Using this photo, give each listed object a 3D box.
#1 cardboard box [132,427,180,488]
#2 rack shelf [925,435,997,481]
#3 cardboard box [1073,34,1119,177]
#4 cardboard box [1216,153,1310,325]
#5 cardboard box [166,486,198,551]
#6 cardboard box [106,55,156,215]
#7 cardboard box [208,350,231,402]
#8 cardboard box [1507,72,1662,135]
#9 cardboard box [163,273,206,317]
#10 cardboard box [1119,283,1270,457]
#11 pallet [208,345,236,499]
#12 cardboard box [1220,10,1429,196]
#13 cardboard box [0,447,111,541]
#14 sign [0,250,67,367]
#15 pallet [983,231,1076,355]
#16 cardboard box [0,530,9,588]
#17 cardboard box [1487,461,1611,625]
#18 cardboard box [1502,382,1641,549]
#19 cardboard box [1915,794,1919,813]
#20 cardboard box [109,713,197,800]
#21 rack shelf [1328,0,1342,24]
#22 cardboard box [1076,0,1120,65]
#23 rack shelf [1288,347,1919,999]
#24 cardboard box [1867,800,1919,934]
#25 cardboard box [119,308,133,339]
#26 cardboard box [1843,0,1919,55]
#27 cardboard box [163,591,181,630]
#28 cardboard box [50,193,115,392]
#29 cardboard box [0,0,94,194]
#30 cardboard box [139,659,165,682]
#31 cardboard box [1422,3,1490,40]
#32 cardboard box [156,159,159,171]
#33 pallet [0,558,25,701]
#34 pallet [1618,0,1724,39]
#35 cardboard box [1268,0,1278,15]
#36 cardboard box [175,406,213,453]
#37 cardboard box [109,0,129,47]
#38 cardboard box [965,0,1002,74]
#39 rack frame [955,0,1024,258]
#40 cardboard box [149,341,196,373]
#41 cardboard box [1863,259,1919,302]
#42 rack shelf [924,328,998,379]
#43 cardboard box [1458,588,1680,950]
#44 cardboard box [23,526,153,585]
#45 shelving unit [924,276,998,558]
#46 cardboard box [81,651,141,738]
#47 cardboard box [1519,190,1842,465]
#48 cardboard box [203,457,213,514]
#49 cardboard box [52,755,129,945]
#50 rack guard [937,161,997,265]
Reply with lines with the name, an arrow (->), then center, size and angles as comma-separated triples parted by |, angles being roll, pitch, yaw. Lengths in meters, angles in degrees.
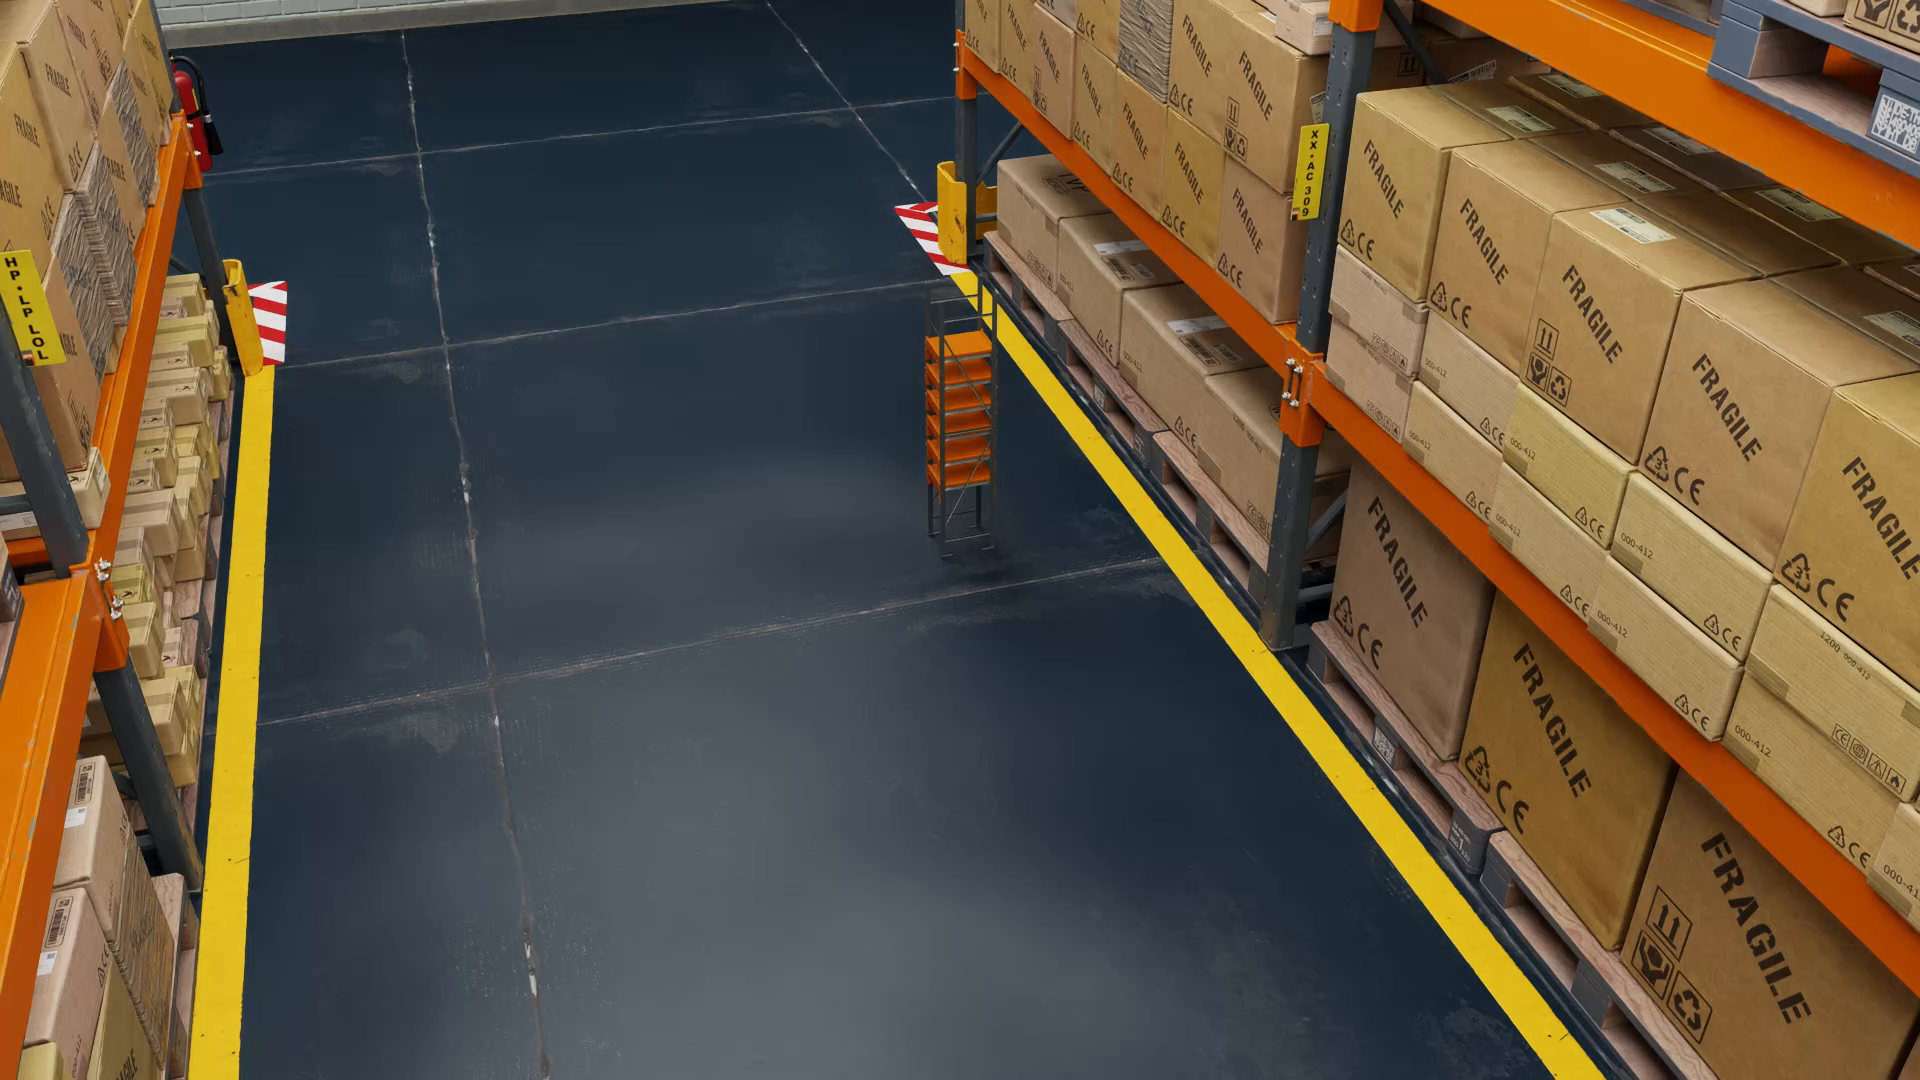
cardboard box -> -3.355, -0.307, 6.659 | 0.380, 0.149, 0.250 | -10, 35, -14
rack shelf -> 0.004, -0.356, 6.998 | 0.258, 0.103, 0.180 | -10, 35, -15
cardboard box -> 0.829, -1.968, 7.417 | 0.500, 0.500, 0.500 | -9, 34, -13
cardboard box -> 1.303, -1.160, 6.194 | 0.500, 0.500, 0.500 | -10, 35, -14
cardboard box -> -3.230, -0.060, 6.554 | 0.380, 0.149, 0.250 | -10, 35, -15
cardboard box -> -3.517, -1.570, 6.544 | 0.500, 0.500, 0.500 | -10, 35, -15
cardboard box -> -3.681, -0.759, 7.882 | 0.380, 0.149, 0.250 | -9, 35, -13
cardboard box -> 2.064, -1.184, 5.324 | 0.500, 0.500, 0.500 | -9, 34, -13
cardboard box -> -3.812, -1.131, 7.906 | 0.380, 0.149, 0.250 | -10, 35, -14
cardboard box -> 1.325, -0.842, 7.746 | 0.875, 0.438, 0.875 | -11, 35, -16
pallet -> -3.978, -0.497, 7.810 | 1.003, 0.211, 1.213 | -10, 35, -15
cardboard box -> 1.281, -1.578, 5.919 | 0.500, 0.500, 0.500 | -10, 35, -15
cardboard box -> -2.770, -0.131, 4.955 | 0.380, 0.149, 0.250 | -9, 34, -13
sign -> -2.467, -0.610, 4.403 | 0.100, 0.325, 0.005 | -10, 35, -15
pallet -> 0.787, -1.448, 9.249 | 1.003, 0.211, 1.213 | -10, 35, -15
cardboard box -> -2.685, 0.073, 4.266 | 0.380, 0.149, 0.250 | -11, 35, -16
cardboard box -> 1.872, -0.036, 4.720 | 0.500, 0.250, 0.500 | -10, 35, -15
cardboard box -> 1.868, -0.247, 4.585 | 0.500, 0.250, 0.500 | -10, 35, -14
cardboard box -> 2.359, 0.556, 3.370 | 0.500, 0.250, 0.500 | -11, 35, -16
cardboard box -> -2.800, 0.737, 5.619 | 0.380, 0.149, 0.250 | -12, 35, -17
rack shelf -> 1.078, -2.919, 6.878 | 1.077, 0.370, 4.000 | -10, 35, -15
cardboard box -> 0.825, -2.376, 7.127 | 0.500, 0.500, 0.500 | -10, 35, -15
rack shelf -> 2.298, 0.433, 4.527 | 1.077, 0.370, 4.000 | -10, 35, -15
cardboard box -> 2.336, 0.758, 3.519 | 0.500, 0.250, 0.500 | -9, 35, -14
cardboard box -> -3.218, -0.814, 5.989 | 0.380, 0.149, 0.250 | -9, 34, -13
cardboard box -> 2.095, -1.163, 3.096 | 0.500, 0.500, 0.500 | -10, 35, -14
cardboard box -> -3.132, 0.350, 6.204 | 0.380, 0.149, 0.250 | -11, 35, -16
cardboard box -> -3.064, -0.759, 5.317 | 0.500, 0.500, 0.500 | -10, 35, -15
cardboard box -> -3.197, -1.432, 5.429 | 0.500, 0.500, 0.500 | -9, 35, -14
cardboard box -> -2.963, 0.496, 5.714 | 0.380, 0.149, 0.250 | -10, 35, -14
cardboard box -> 1.839, -1.857, 5.753 | 0.380, 0.149, 0.250 | -11, 35, -15
cardboard box -> -3.716, -1.638, 7.236 | 0.380, 0.149, 0.250 | -10, 35, -15
pallet -> -2.900, 0.474, 3.986 | 1.003, 0.211, 1.213 | -10, 35, -15
pallet -> 2.015, -1.616, 4.428 | 0.805, 0.209, 1.217 | -11, 35, -17
cardboard box -> 1.314, -1.912, 5.837 | 0.380, 0.149, 0.250 | -9, 35, -14
cardboard box -> -3.452, -0.471, 7.177 | 0.380, 0.149, 0.250 | -10, 35, -14
cardboard box -> -3.684, -2.251, 6.668 | 0.500, 0.500, 0.500 | -11, 35, -16
cardboard box -> 0.341, -2.759, 8.614 | 0.500, 0.500, 0.500 | -10, 35, -15
rack frame -> 0.468, -3.018, 9.096 | 1.000, 3.000, 0.127 | -10, 35, -15
cardboard box -> -3.572, -0.728, 7.296 | 0.380, 0.149, 0.250 | -11, 35, -17
cardboard box -> 2.537, -0.375, 4.099 | 0.500, 0.500, 0.500 | -9, 35, -14
rack shelf -> 0.004, -0.756, 6.734 | 0.258, 0.103, 0.180 | -10, 35, -15
cardboard box -> 2.237, 0.579, 5.200 | 0.875, 0.875, 0.875 | -9, 35, -13
cardboard box -> -3.156, 0.106, 6.034 | 0.380, 0.149, 0.250 | -11, 35, -16
shelving unit -> 0.004, -0.493, 6.908 | 0.258, 1.200, 0.189 | -10, 35, -15
cardboard box -> -2.903, 0.518, 5.410 | 0.380, 0.149, 0.250 | -9, 34, -13
cardboard box -> 1.881, -0.571, 4.396 | 0.500, 0.500, 0.500 | -11, 35, -16
cardboard box -> -3.393, -0.208, 7.049 | 0.380, 0.149, 0.250 | -9, 35, -14
cardboard box -> -2.527, 0.871, 4.417 | 0.500, 0.250, 0.500 | -11, 35, -16
rack guard -> 0.461, -1.987, 9.804 | 1.175, 0.500, 0.348 | -10, 35, -15
